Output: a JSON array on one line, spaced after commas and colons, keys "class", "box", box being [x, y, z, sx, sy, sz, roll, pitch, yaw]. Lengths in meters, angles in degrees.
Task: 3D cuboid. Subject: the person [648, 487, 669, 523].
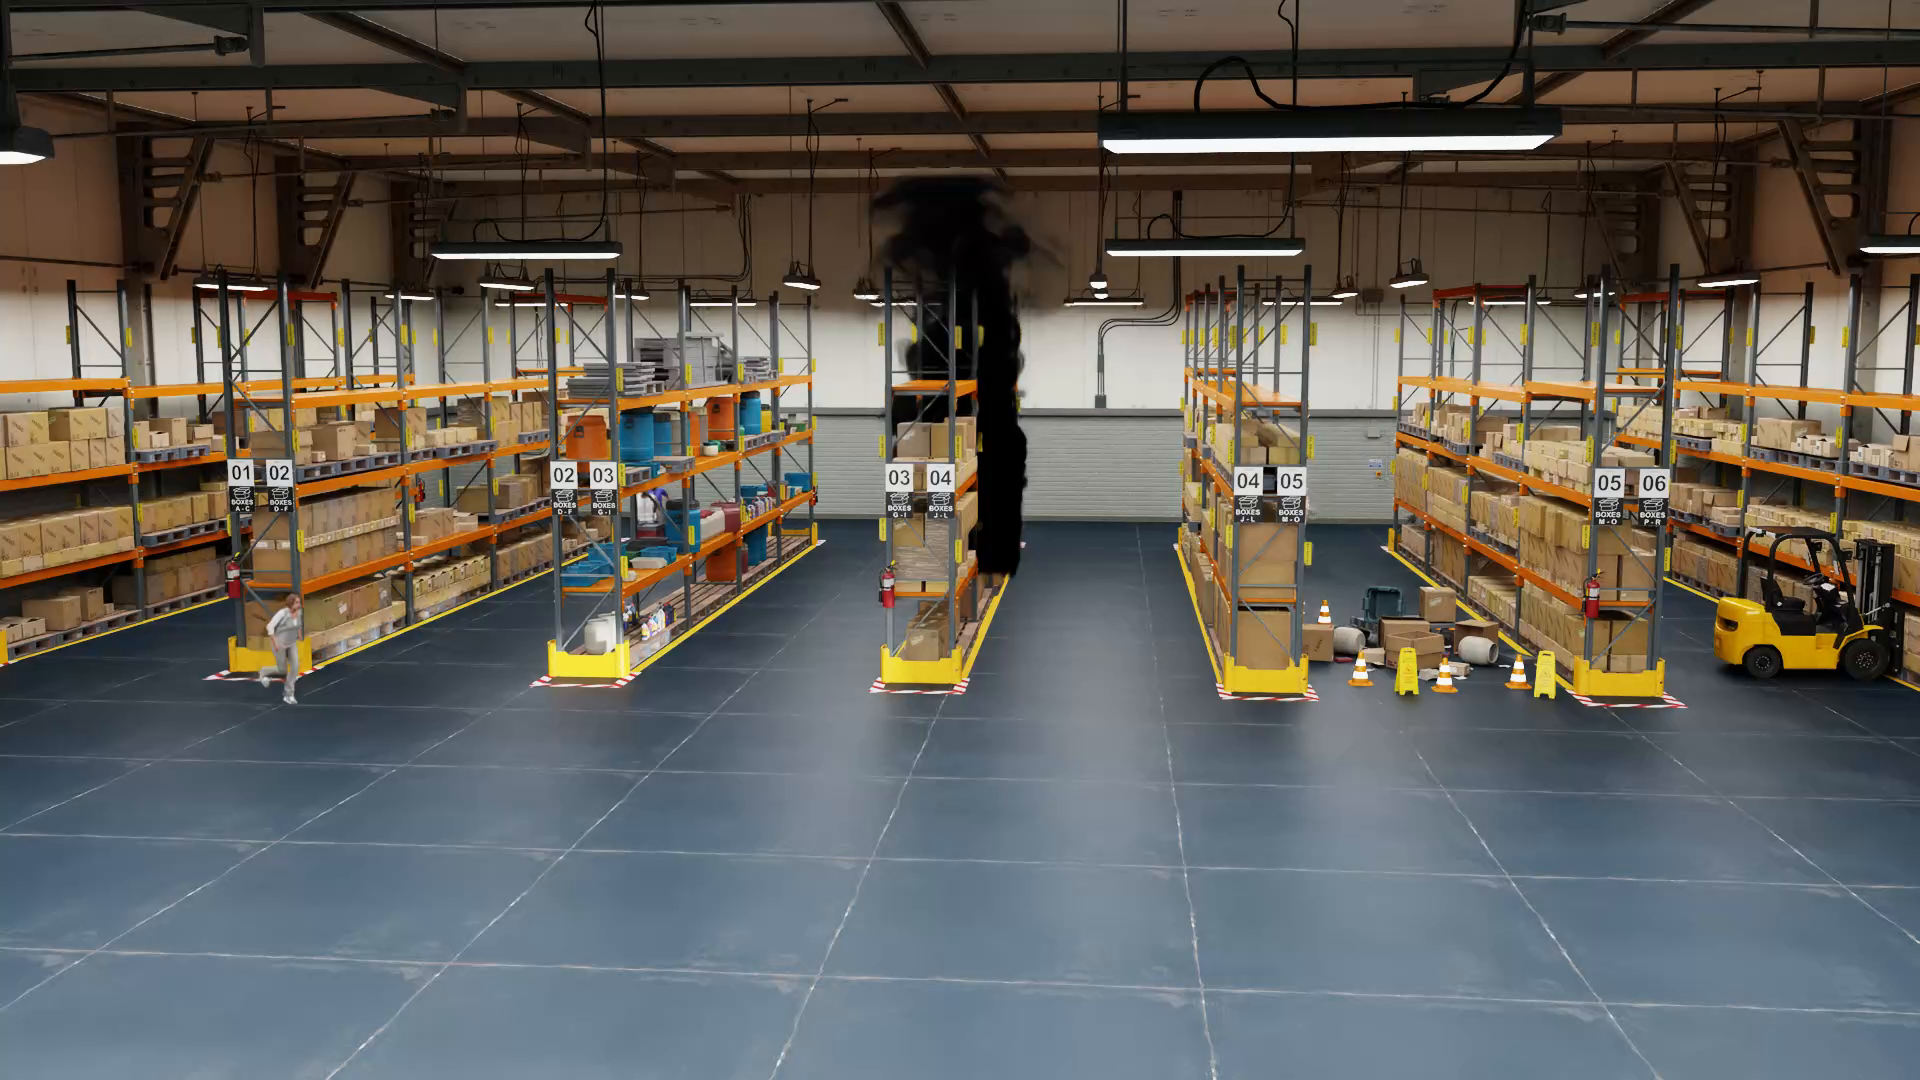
[{"class": "person", "box": [-7.255, -0.627, 39.684, 0.569, 1.700, 0.704, 0, 7, 0]}]

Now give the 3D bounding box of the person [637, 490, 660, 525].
[{"class": "person", "box": [-7.142, -0.435, 37.741, 0.684, 1.747, 0.710, -1, 7, -10]}]

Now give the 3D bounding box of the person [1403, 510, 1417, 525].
[{"class": "person", "box": [11.082, -0.685, 40.390, 0.628, 1.576, 0.651, 2, 7, 18]}]

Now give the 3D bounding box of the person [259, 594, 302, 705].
[{"class": "person", "box": [-9.379, 1.485, 22.972, 0.818, 1.547, 0.539, 3, 8, 23]}]
